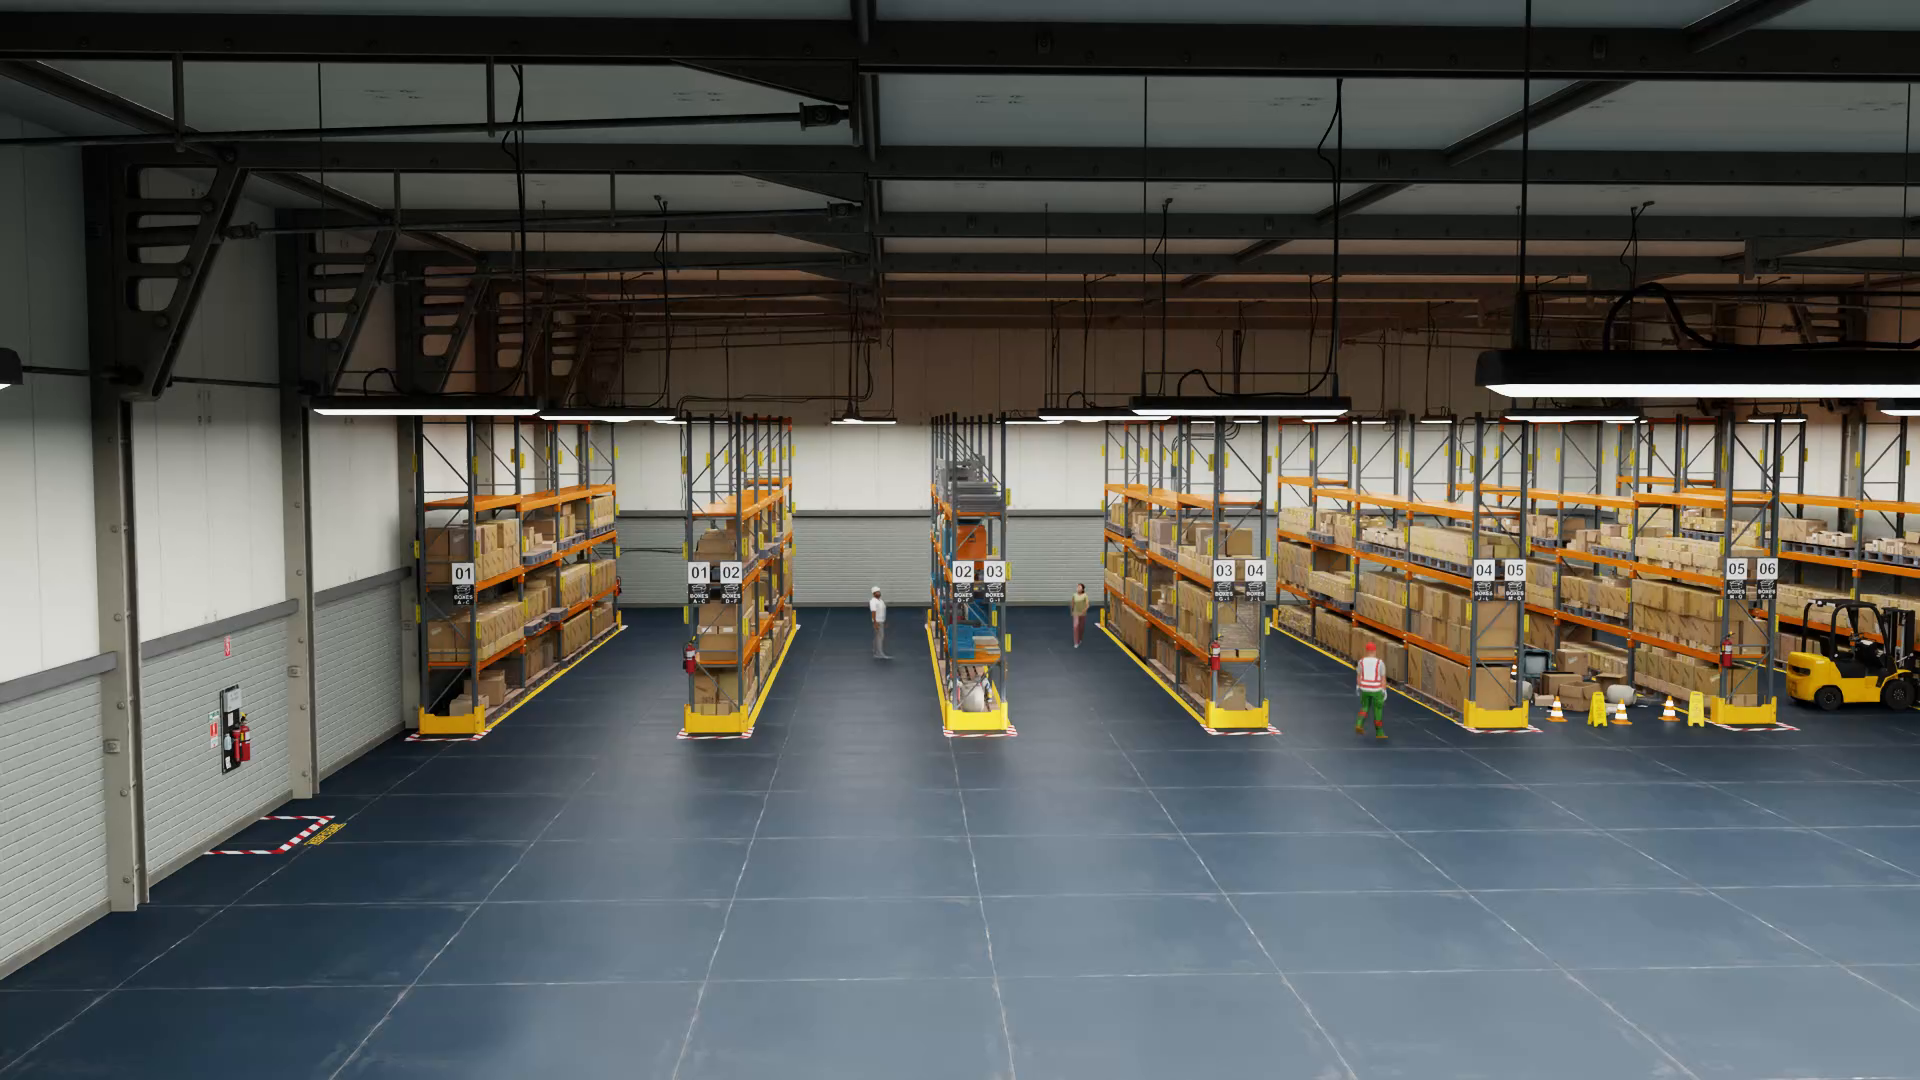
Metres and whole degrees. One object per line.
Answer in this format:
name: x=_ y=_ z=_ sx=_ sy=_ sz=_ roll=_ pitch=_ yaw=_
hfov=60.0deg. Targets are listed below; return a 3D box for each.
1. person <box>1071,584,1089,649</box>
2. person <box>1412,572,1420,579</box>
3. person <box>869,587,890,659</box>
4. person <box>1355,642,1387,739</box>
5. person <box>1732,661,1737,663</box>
person: x=3.140 y=1.972 z=43.405 sx=0.473 sy=1.671 sz=0.932 roll=0 pitch=4 yaw=2
person: x=13.431 y=1.564 z=49.111 sx=0.977 sy=1.627 sz=0.478 roll=0 pitch=4 yaw=-5
person: x=-1.969 y=2.036 z=41.119 sx=0.515 sy=1.760 sz=0.621 roll=0 pitch=4 yaw=5
person: x=7.568 y=2.764 z=30.534 sx=0.605 sy=1.793 sz=0.593 roll=3 pitch=5 yaw=40
person: x=16.798 y=2.368 z=36.321 sx=0.613 sy=1.790 sz=0.467 roll=-3 pitch=5 yaw=-40
